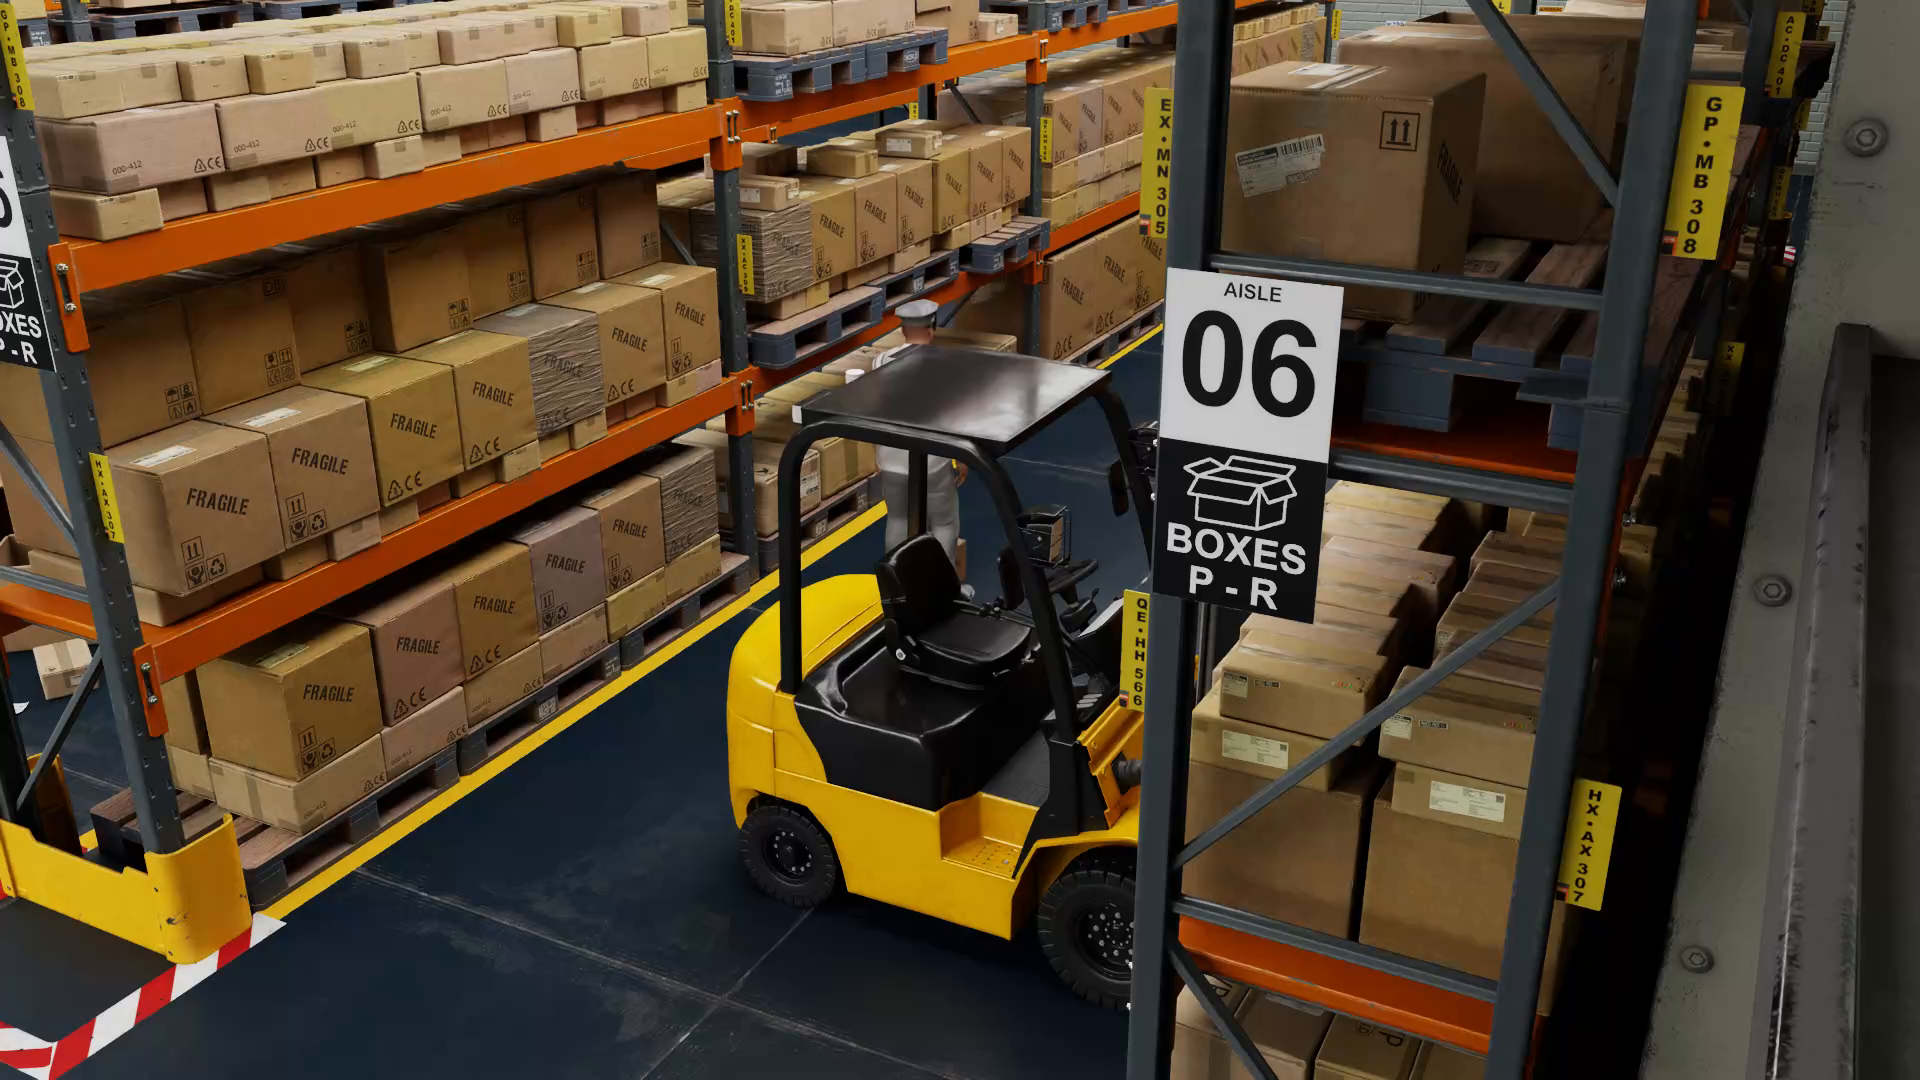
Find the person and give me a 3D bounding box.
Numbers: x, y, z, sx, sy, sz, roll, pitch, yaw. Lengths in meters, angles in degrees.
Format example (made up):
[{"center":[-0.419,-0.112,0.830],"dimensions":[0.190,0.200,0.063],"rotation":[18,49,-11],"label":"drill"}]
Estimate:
[{"center":[-0.243,-0.457,9.366],"dimensions":[0.582,1.747,0.435],"rotation":[10,24,22],"label":"person"}]
